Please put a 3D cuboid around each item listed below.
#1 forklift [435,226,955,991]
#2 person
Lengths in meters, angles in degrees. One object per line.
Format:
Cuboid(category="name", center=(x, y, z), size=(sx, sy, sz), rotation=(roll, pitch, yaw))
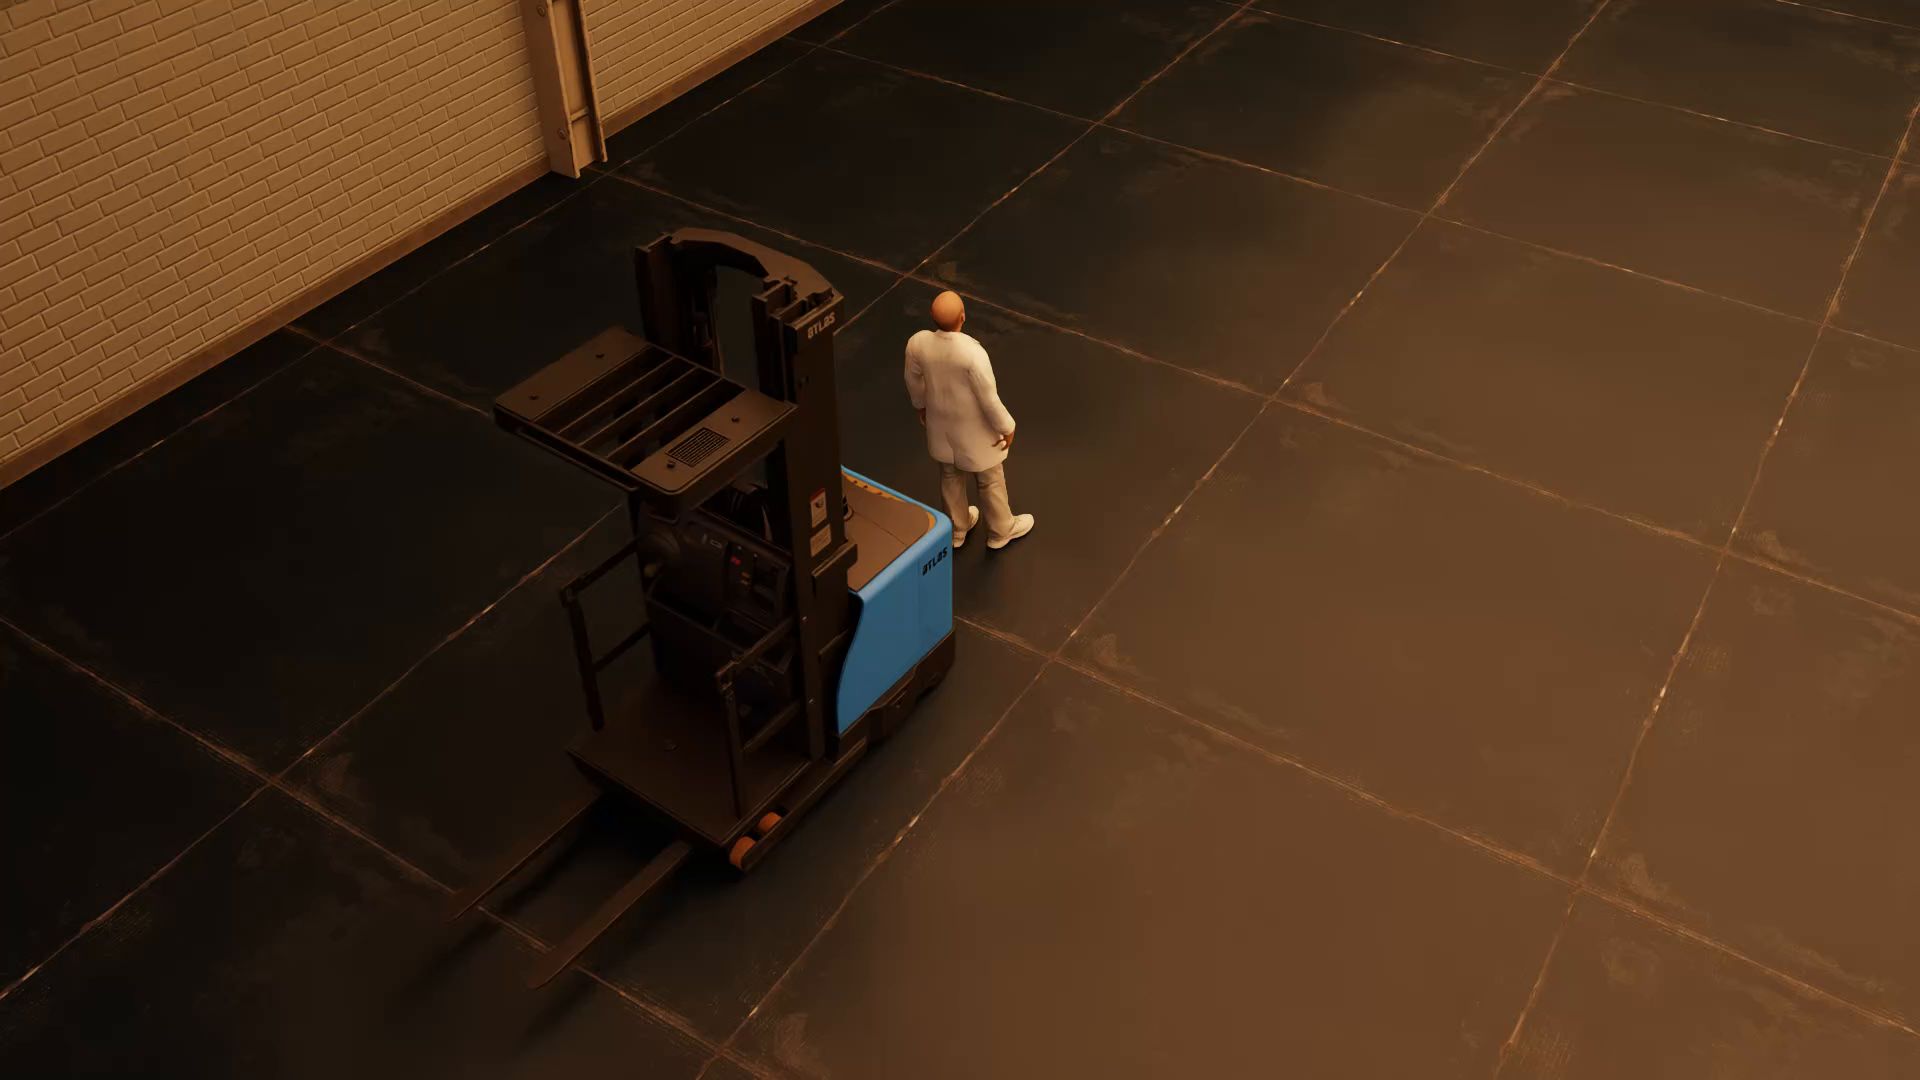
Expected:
Cuboid(category="forklift", center=(-1.302, 0.166, 7.771), size=(1.130, 2.935, 3.031), rotation=(25, 46, 27))
Cuboid(category="person", center=(0.052, -0.732, 9.712), size=(0.696, 1.778, 0.578), rotation=(22, 45, 24))
